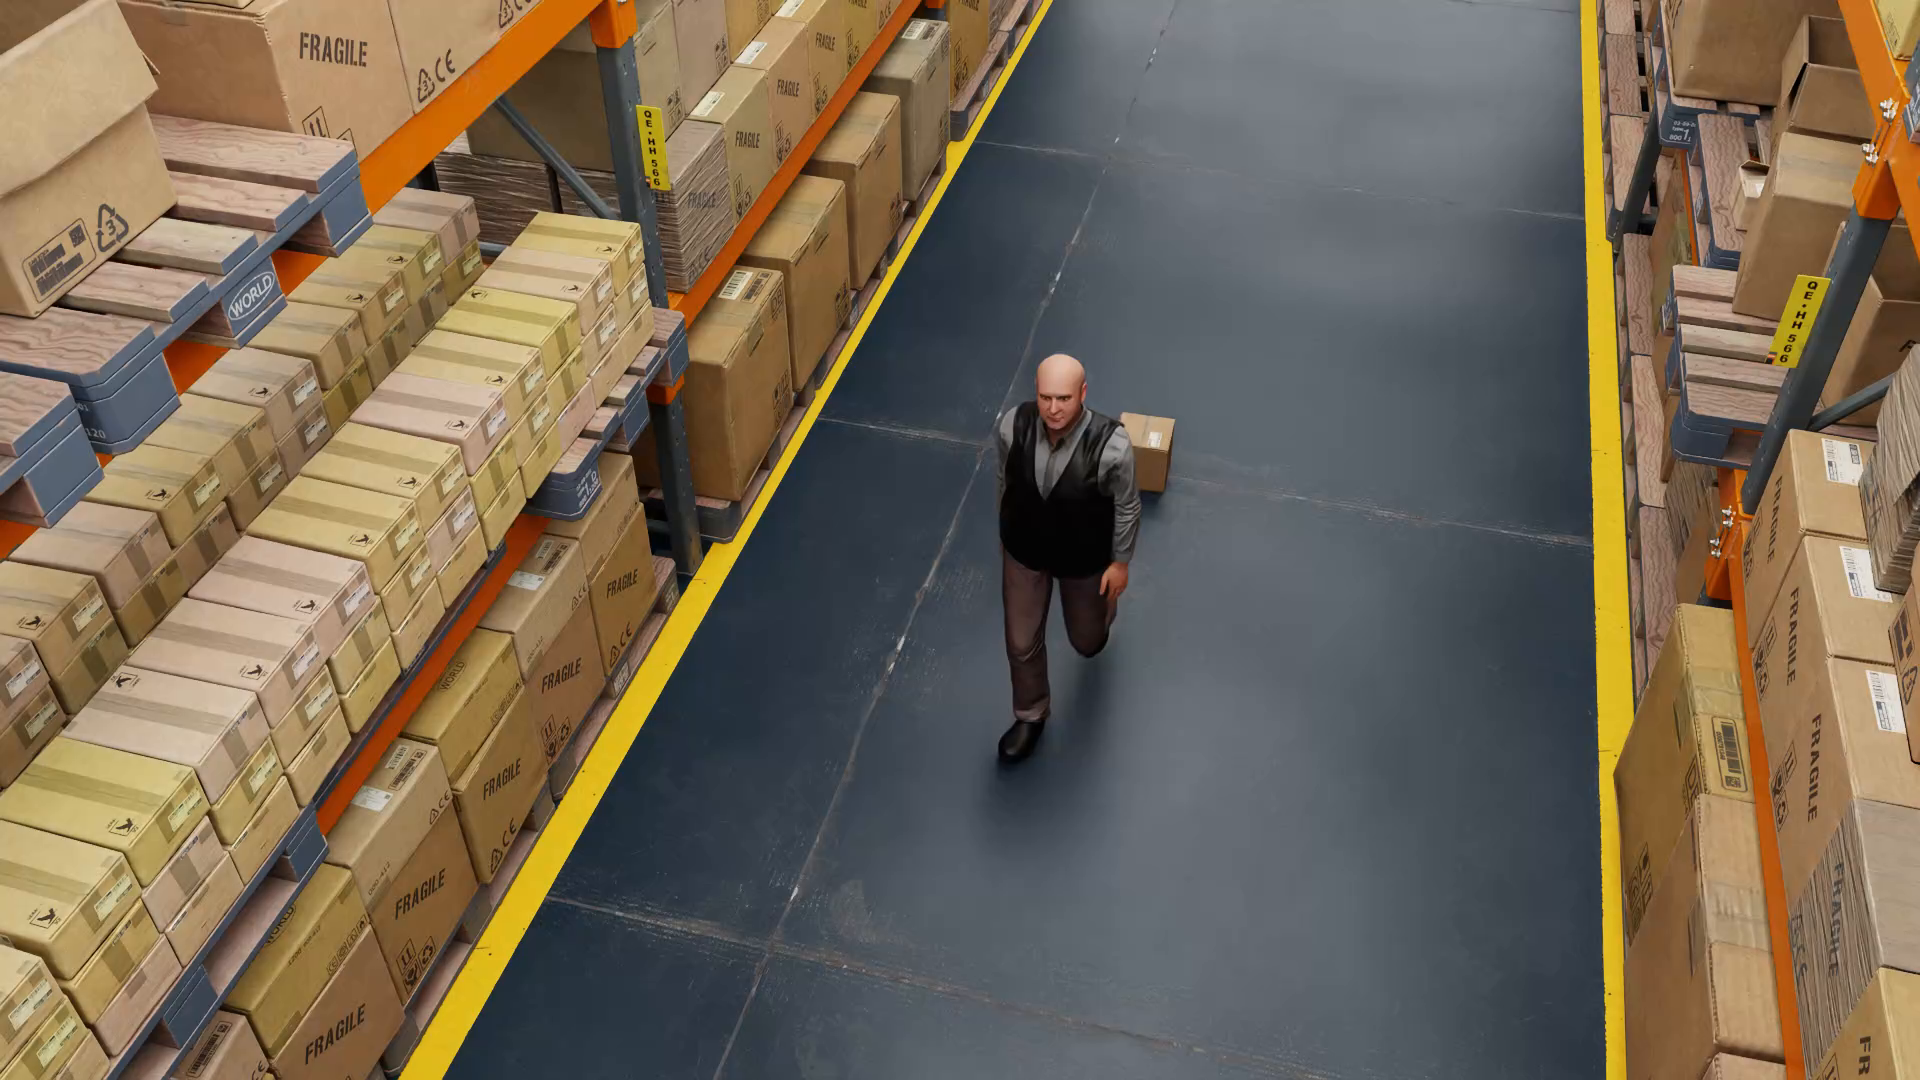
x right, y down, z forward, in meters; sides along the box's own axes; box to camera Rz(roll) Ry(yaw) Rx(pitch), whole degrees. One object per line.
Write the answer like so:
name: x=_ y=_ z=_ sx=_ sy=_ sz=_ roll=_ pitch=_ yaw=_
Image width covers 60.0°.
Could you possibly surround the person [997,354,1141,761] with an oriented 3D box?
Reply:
person: x=0.400 y=0.001 z=6.165 sx=0.550 sy=1.697 sz=0.838 roll=14 pitch=43 yaw=15
